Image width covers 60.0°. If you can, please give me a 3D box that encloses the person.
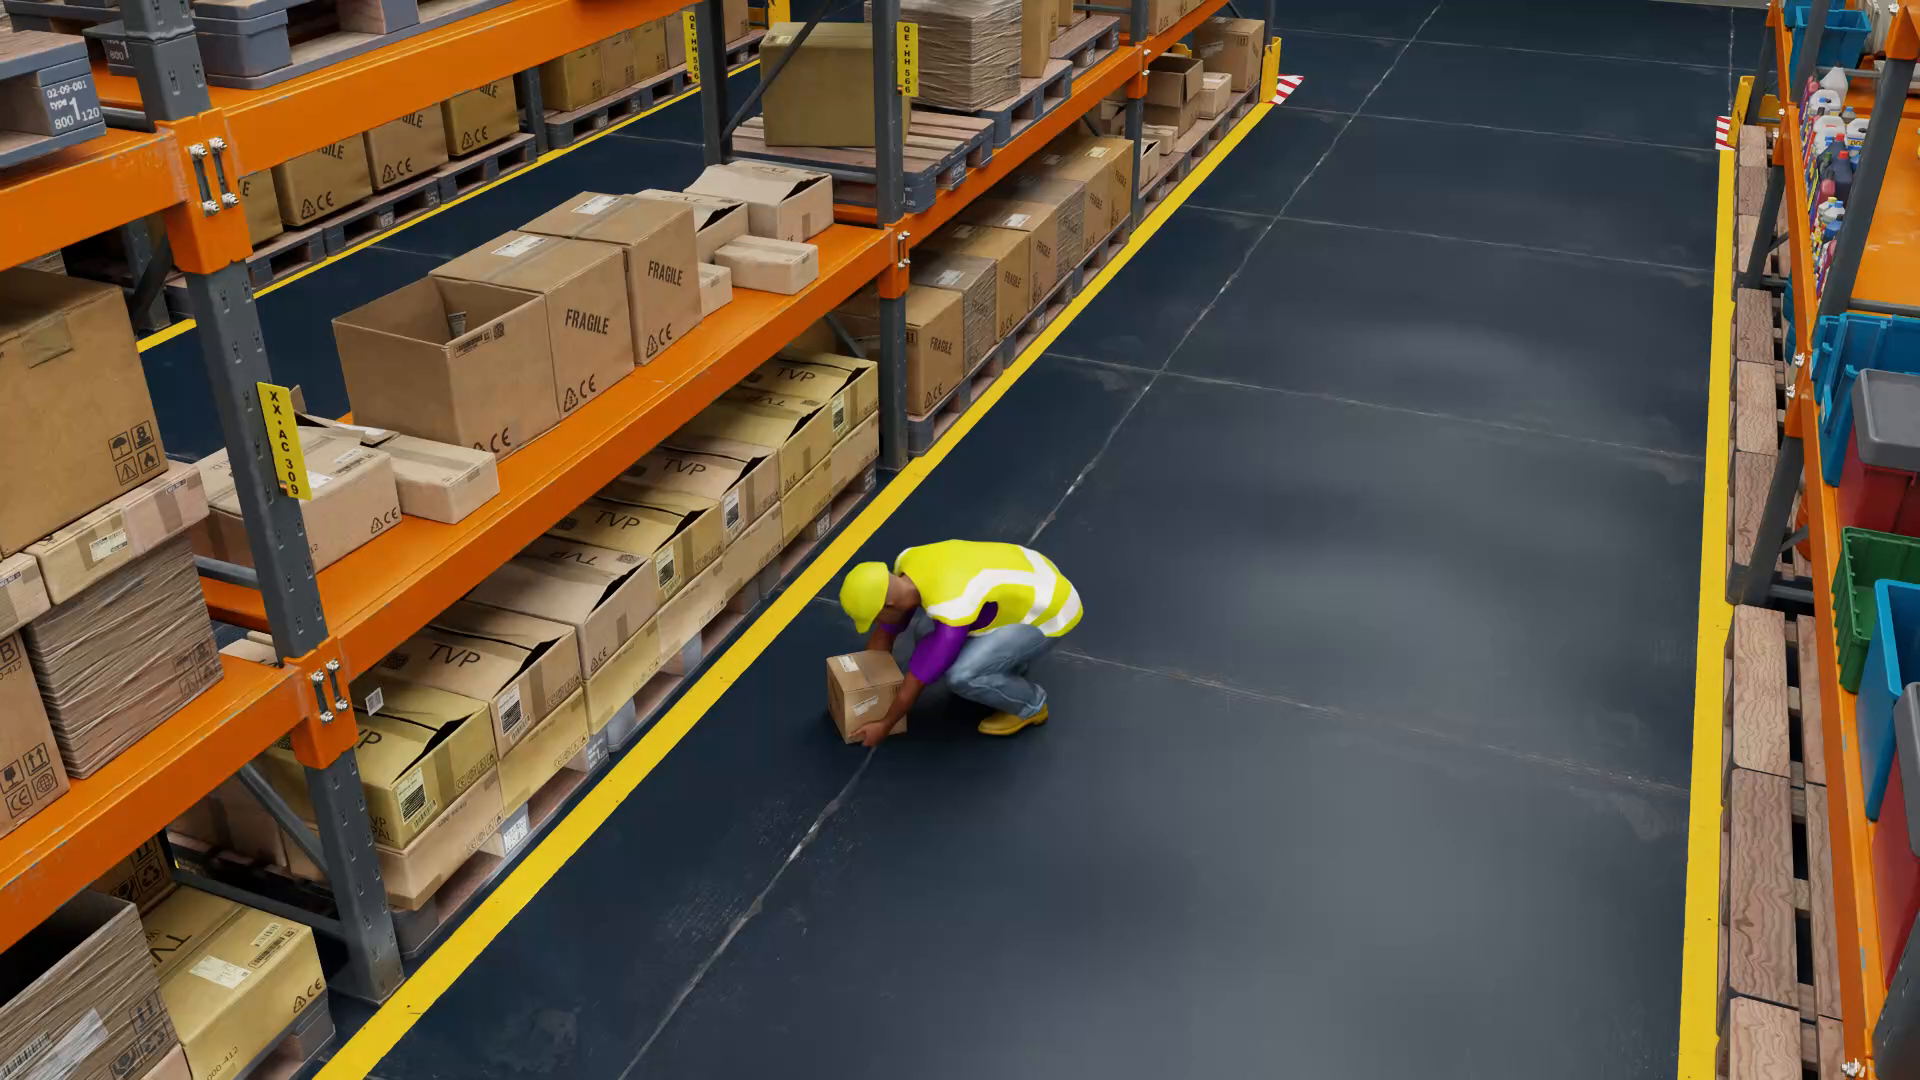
[{"bbox_3d":[0.101,-0.078,6.249,0.585,1.757,0.505,-11,31,-18],"label":"person"}]
